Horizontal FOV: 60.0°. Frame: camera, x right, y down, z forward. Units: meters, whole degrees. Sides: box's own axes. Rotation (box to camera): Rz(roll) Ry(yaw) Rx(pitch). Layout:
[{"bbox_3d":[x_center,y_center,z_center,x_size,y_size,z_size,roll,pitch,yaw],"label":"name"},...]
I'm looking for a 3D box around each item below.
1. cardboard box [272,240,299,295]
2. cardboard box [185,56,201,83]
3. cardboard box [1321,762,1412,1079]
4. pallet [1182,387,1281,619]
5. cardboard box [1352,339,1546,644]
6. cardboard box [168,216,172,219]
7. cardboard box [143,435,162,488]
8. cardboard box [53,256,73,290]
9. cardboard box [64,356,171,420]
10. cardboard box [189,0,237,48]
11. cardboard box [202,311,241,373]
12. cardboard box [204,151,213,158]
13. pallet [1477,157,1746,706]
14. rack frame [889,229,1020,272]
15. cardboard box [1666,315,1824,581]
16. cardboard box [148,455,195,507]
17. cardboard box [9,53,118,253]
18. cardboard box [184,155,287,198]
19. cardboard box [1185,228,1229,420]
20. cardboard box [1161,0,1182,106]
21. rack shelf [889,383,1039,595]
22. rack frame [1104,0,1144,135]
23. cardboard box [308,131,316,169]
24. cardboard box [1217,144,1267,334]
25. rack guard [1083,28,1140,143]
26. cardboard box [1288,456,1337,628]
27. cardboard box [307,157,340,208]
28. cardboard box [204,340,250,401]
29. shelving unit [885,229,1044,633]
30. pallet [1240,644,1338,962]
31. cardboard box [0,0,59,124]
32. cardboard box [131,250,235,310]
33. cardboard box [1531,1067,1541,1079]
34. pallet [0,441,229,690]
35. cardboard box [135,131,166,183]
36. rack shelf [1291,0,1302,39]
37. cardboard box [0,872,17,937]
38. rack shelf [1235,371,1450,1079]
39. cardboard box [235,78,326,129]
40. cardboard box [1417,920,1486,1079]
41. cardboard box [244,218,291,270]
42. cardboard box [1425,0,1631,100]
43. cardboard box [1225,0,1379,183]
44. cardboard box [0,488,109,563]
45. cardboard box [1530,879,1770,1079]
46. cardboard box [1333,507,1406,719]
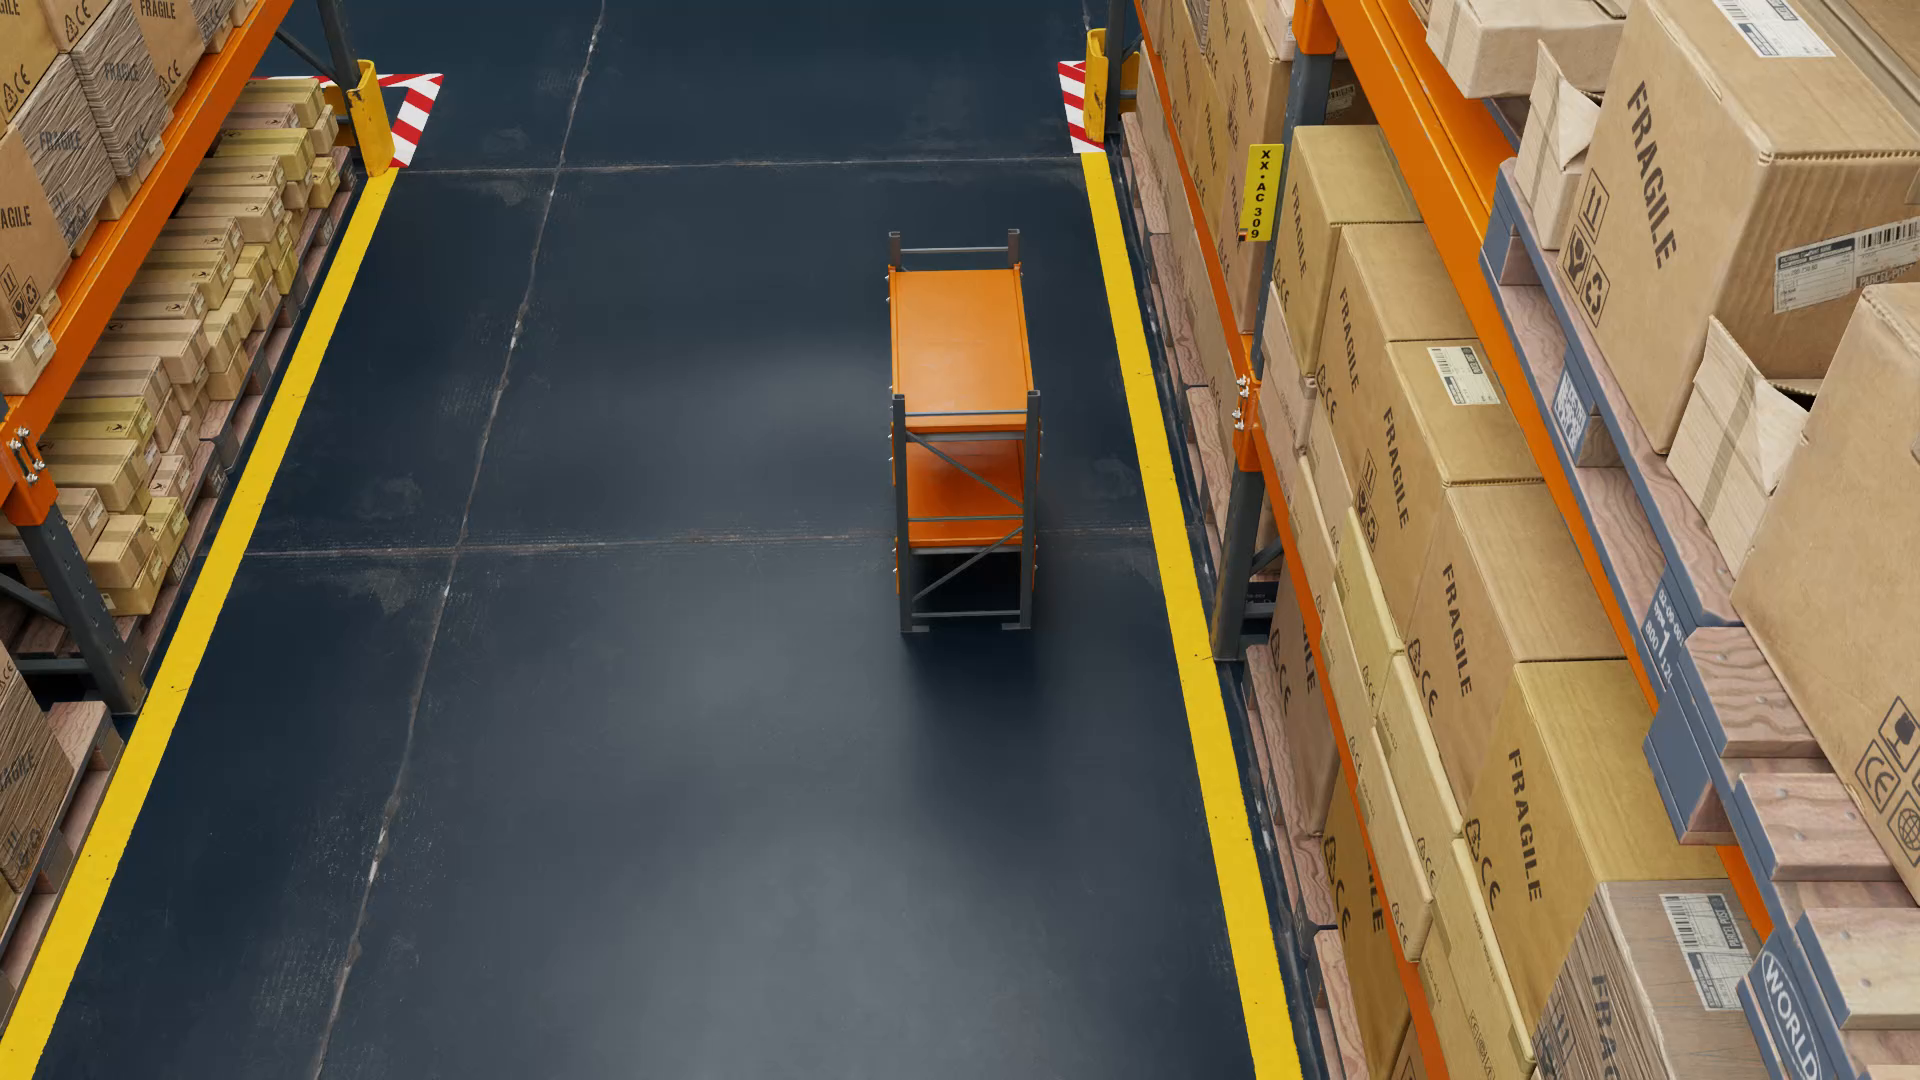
[{"bbox_3d":[-3.296,-1.257,7.701,0.380,0.149,0.250,-3,43,-4],"label":"cardboard box"},{"bbox_3d":[-3.398,-2.014,6.913,0.380,0.149,0.250,-3,43,-4],"label":"cardboard box"},{"bbox_3d":[1.602,0.954,4.751,0.875,0.875,0.875,-1,43,-1],"label":"cardboard box"},{"bbox_3d":[1.496,-0.188,6.799,1.003,0.211,1.213,-2,43,-2],"label":"pallet"},{"bbox_3d":[1.250,-0.120,3.847,0.500,0.500,0.500,-3,43,-3],"label":"cardboard box"},{"bbox_3d":[-3.947,-1.414,7.872,0.380,0.149,0.250,-1,43,-1],"label":"cardboard box"},{"bbox_3d":[-3.334,-0.290,6.425,0.380,0.149,0.250,-2,43,-2],"label":"cardboard box"},{"bbox_3d":[-3.325,-0.949,5.752,0.380,0.149,0.250,-3,43,-4],"label":"cardboard box"},{"bbox_3d":[-3.345,-0.584,6.527,0.380,0.149,0.250,-3,43,-3],"label":"cardboard box"},{"bbox_3d":[-3.337,-2.352,6.801,0.500,0.500,0.500,-2,43,-2],"label":"cardboard box"},{"bbox_3d":[-3.278,-0.830,7.015,0.380,0.149,0.250,-2,43,-2],"label":"cardboard box"},{"bbox_3d":[-3.895,-2.043,8.338,0.380,0.149,0.250,0,43,0],"label":"cardboard box"},{"bbox_3d":[1.489,-0.224,2.695,1.003,0.211,1.213,0,43,0],"label":"pallet"},{"bbox_3d":[-0.022,-0.762,6.749,0.500,1.125,0.032,-2,43,-2],"label":"rack frame"},{"bbox_3d":[1.212,-0.131,2.242,0.396,0.266,0.258,-3,43,-3],"label":"cardboard box"},{"bbox_3d":[-3.260,-0.195,6.542,0.380,0.149,0.250,-2,43,-2],"label":"cardboard box"},{"bbox_3d":[-3.289,-1.312,5.668,0.500,0.500,0.500,-2,43,-2],"label":"cardboard box"},{"bbox_3d":[-3.347,-1.645,7.683,0.380,0.149,0.250,-3,43,-4],"label":"cardboard box"},{"bbox_3d":[1.492,-0.942,7.144,0.875,0.438,0.875,-3,43,-3],"label":"cardboard box"},{"bbox_3d":[1.104,-2.083,6.729,0.500,0.500,0.500,0,43,0],"label":"cardboard box"},{"bbox_3d":[0.000,-0.239,6.540,0.538,0.278,1.000,-2,43,-2],"label":"rack shelf"},{"bbox_3d":[1.280,-3.401,8.241,1.000,3.000,0.127,-2,43,-2],"label":"rack frame"},{"bbox_3d":[-3.396,-1.878,8.158,0.380,0.149,0.250,-3,43,-3],"label":"cardboard box"},{"bbox_3d":[1.175,-1.043,5.594,0.500,0.500,0.500,-1,43,-1],"label":"cardboard box"},{"bbox_3d":[1.279,-2.496,9.103,1.175,0.500,0.348,-2,43,-2],"label":"rack guard"},{"bbox_3d":[1.228,0.009,4.632,0.500,0.250,0.500,-3,43,-3],"label":"cardboard box"},{"bbox_3d":[-3.318,-1.775,8.265,0.380,0.149,0.250,0,43,0],"label":"cardboard box"},{"bbox_3d":[-3.281,-0.724,7.119,0.380,0.149,0.250,-3,43,-3],"label":"cardboard box"},{"bbox_3d":[0.000,-0.419,6.375,0.538,1.125,1.048,-2,43,-2],"label":"shelving unit"},{"bbox_3d":[1.558,0.846,5.671,1.003,0.211,1.213,-2,43,-2],"label":"pallet"},{"bbox_3d":[-3.304,-1.667,5.314,0.500,0.500,0.500,-3,43,-3],"label":"cardboard box"},{"bbox_3d":[-3.340,-1.108,7.098,0.380,0.149,0.250,-1,43,-2],"label":"cardboard box"},{"bbox_3d":[1.320,1.205,2.957,0.500,0.250,0.500,-3,43,-3],"label":"cardboard box"},{"bbox_3d":[-3.555,0.085,6.501,1.003,0.211,1.213,-2,43,-2],"label":"pallet"},{"bbox_3d":[-3.281,-1.486,6.337,0.380,0.149,0.250,0,43,0],"label":"cardboard box"},{"bbox_3d":[1.365,-2.891,5.997,1.077,0.370,4.000,-2,43,-2],"label":"rack shelf"},{"bbox_3d":[-3.187,1.115,4.853,0.500,0.500,0.500,-3,43,-3],"label":"cardboard box"},{"bbox_3d":[1.535,0.915,4.065,1.077,0.370,4.000,-2,43,-2],"label":"rack shelf"},{"bbox_3d":[-3.386,-2.164,8.250,0.380,0.149,0.250,-1,43,-1],"label":"cardboard box"},{"bbox_3d":[1.296,1.036,3.511,0.500,0.250,0.500,-2,43,-2],"label":"cardboard box"},{"bbox_3d":[-3.295,-1.356,7.589,0.380,0.149,0.250,-1,43,-1],"label":"cardboard box"},{"bbox_3d":[1.154,-1.011,3.275,0.380,0.166,0.250,-4,43,-5],"label":"cardboard box"},{"bbox_3d":[1.154,-1.417,5.262,0.500,0.500,0.500,-2,43,-2],"label":"cardboard box"},{"bbox_3d":[-3.299,-0.052,5.946,0.380,0.149,0.250,0,43,0],"label":"cardboard box"},{"bbox_3d":[1.307,0.907,2.727,0.500,0.500,0.500,-1,43,-1],"label":"cardboard box"},{"bbox_3d":[1.232,0.168,4.088,0.500,0.250,0.500,-1,43,-1],"label":"cardboard box"}]
